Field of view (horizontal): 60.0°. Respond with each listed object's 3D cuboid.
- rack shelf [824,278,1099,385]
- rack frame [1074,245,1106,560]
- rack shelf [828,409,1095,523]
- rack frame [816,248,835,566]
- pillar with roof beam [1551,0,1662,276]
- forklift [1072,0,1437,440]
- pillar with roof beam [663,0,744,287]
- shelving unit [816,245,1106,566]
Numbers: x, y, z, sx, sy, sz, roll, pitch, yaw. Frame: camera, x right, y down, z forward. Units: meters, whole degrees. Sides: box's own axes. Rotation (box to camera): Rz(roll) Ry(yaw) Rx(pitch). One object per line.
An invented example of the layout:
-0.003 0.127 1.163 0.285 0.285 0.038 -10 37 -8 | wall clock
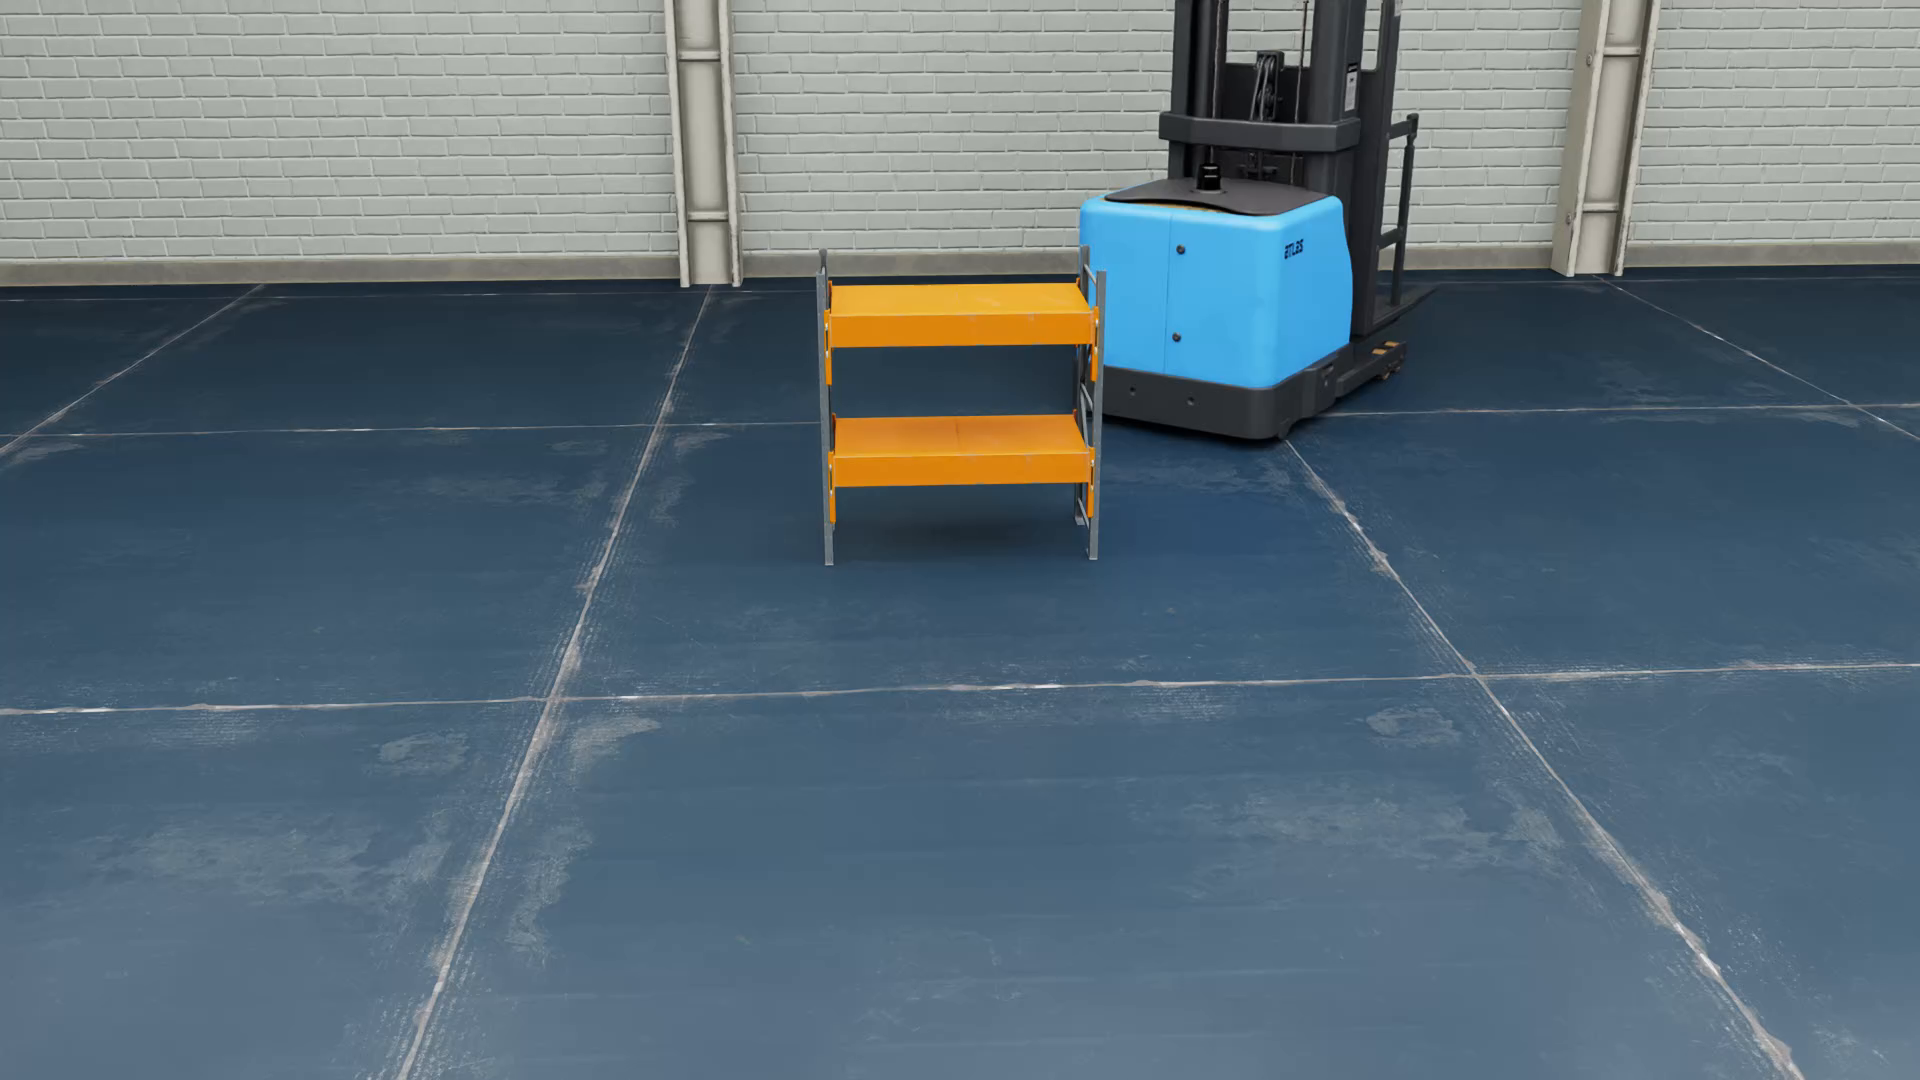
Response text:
-0.007 -0.799 6.316 1.000 0.278 0.538 -1 21 -3 | rack shelf
0.501 -0.536 6.448 0.032 1.125 0.500 -1 21 -3 | rack frame
-0.007 -0.297 6.507 1.000 0.278 0.538 -1 21 -3 | rack shelf
-0.514 -0.515 6.393 0.032 1.125 0.500 -1 21 -3 | rack frame
4.572 -4.535 5.884 0.400 9.000 9.100 -1 21 -3 | pillar with roof beam
1.770 -2.303 8.550 1.130 2.935 3.031 13 24 30 | forklift
-1.419 -4.413 5.564 0.400 9.000 9.100 -1 21 -3 | pillar with roof beam
-0.007 -0.526 6.420 1.048 1.125 0.538 -1 21 -3 | shelving unit
